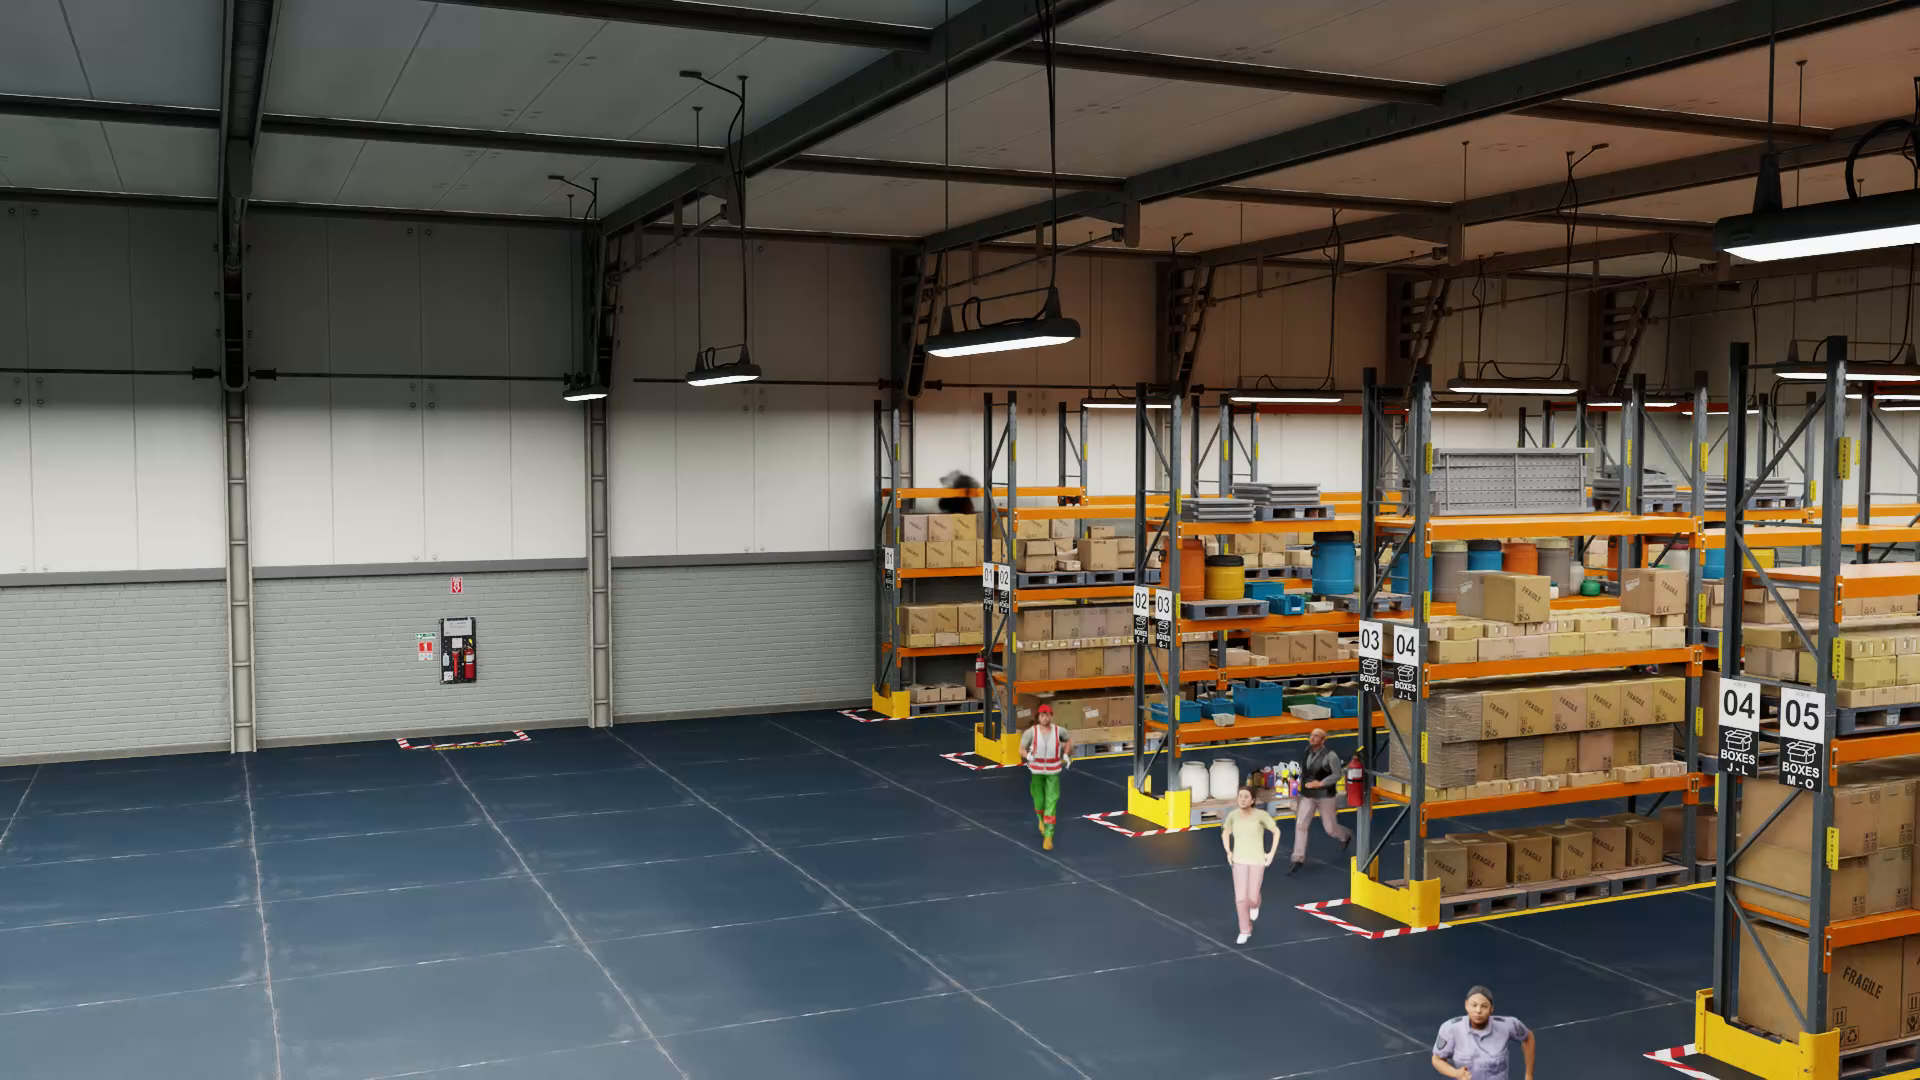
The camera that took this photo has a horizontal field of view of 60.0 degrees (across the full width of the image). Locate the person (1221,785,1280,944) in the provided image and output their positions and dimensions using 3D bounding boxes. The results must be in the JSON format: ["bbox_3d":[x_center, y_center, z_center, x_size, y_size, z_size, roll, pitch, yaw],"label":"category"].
[{"bbox_3d":[3.020,3.355,17.311,0.597,1.648,0.621,1,4,23],"label":"person"}]

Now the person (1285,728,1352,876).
[{"bbox_3d":[4.380,3.141,20.172,1.127,1.731,0.626,-3,5,-45],"label":"person"}]

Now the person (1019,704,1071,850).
[{"bbox_3d":[1.091,2.999,21.406,0.669,1.783,1.009,0,3,5],"label":"person"}]

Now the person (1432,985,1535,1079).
[{"bbox_3d":[3.425,3.762,10.914,0.626,1.597,0.827,1,4,22],"label":"person"}]
